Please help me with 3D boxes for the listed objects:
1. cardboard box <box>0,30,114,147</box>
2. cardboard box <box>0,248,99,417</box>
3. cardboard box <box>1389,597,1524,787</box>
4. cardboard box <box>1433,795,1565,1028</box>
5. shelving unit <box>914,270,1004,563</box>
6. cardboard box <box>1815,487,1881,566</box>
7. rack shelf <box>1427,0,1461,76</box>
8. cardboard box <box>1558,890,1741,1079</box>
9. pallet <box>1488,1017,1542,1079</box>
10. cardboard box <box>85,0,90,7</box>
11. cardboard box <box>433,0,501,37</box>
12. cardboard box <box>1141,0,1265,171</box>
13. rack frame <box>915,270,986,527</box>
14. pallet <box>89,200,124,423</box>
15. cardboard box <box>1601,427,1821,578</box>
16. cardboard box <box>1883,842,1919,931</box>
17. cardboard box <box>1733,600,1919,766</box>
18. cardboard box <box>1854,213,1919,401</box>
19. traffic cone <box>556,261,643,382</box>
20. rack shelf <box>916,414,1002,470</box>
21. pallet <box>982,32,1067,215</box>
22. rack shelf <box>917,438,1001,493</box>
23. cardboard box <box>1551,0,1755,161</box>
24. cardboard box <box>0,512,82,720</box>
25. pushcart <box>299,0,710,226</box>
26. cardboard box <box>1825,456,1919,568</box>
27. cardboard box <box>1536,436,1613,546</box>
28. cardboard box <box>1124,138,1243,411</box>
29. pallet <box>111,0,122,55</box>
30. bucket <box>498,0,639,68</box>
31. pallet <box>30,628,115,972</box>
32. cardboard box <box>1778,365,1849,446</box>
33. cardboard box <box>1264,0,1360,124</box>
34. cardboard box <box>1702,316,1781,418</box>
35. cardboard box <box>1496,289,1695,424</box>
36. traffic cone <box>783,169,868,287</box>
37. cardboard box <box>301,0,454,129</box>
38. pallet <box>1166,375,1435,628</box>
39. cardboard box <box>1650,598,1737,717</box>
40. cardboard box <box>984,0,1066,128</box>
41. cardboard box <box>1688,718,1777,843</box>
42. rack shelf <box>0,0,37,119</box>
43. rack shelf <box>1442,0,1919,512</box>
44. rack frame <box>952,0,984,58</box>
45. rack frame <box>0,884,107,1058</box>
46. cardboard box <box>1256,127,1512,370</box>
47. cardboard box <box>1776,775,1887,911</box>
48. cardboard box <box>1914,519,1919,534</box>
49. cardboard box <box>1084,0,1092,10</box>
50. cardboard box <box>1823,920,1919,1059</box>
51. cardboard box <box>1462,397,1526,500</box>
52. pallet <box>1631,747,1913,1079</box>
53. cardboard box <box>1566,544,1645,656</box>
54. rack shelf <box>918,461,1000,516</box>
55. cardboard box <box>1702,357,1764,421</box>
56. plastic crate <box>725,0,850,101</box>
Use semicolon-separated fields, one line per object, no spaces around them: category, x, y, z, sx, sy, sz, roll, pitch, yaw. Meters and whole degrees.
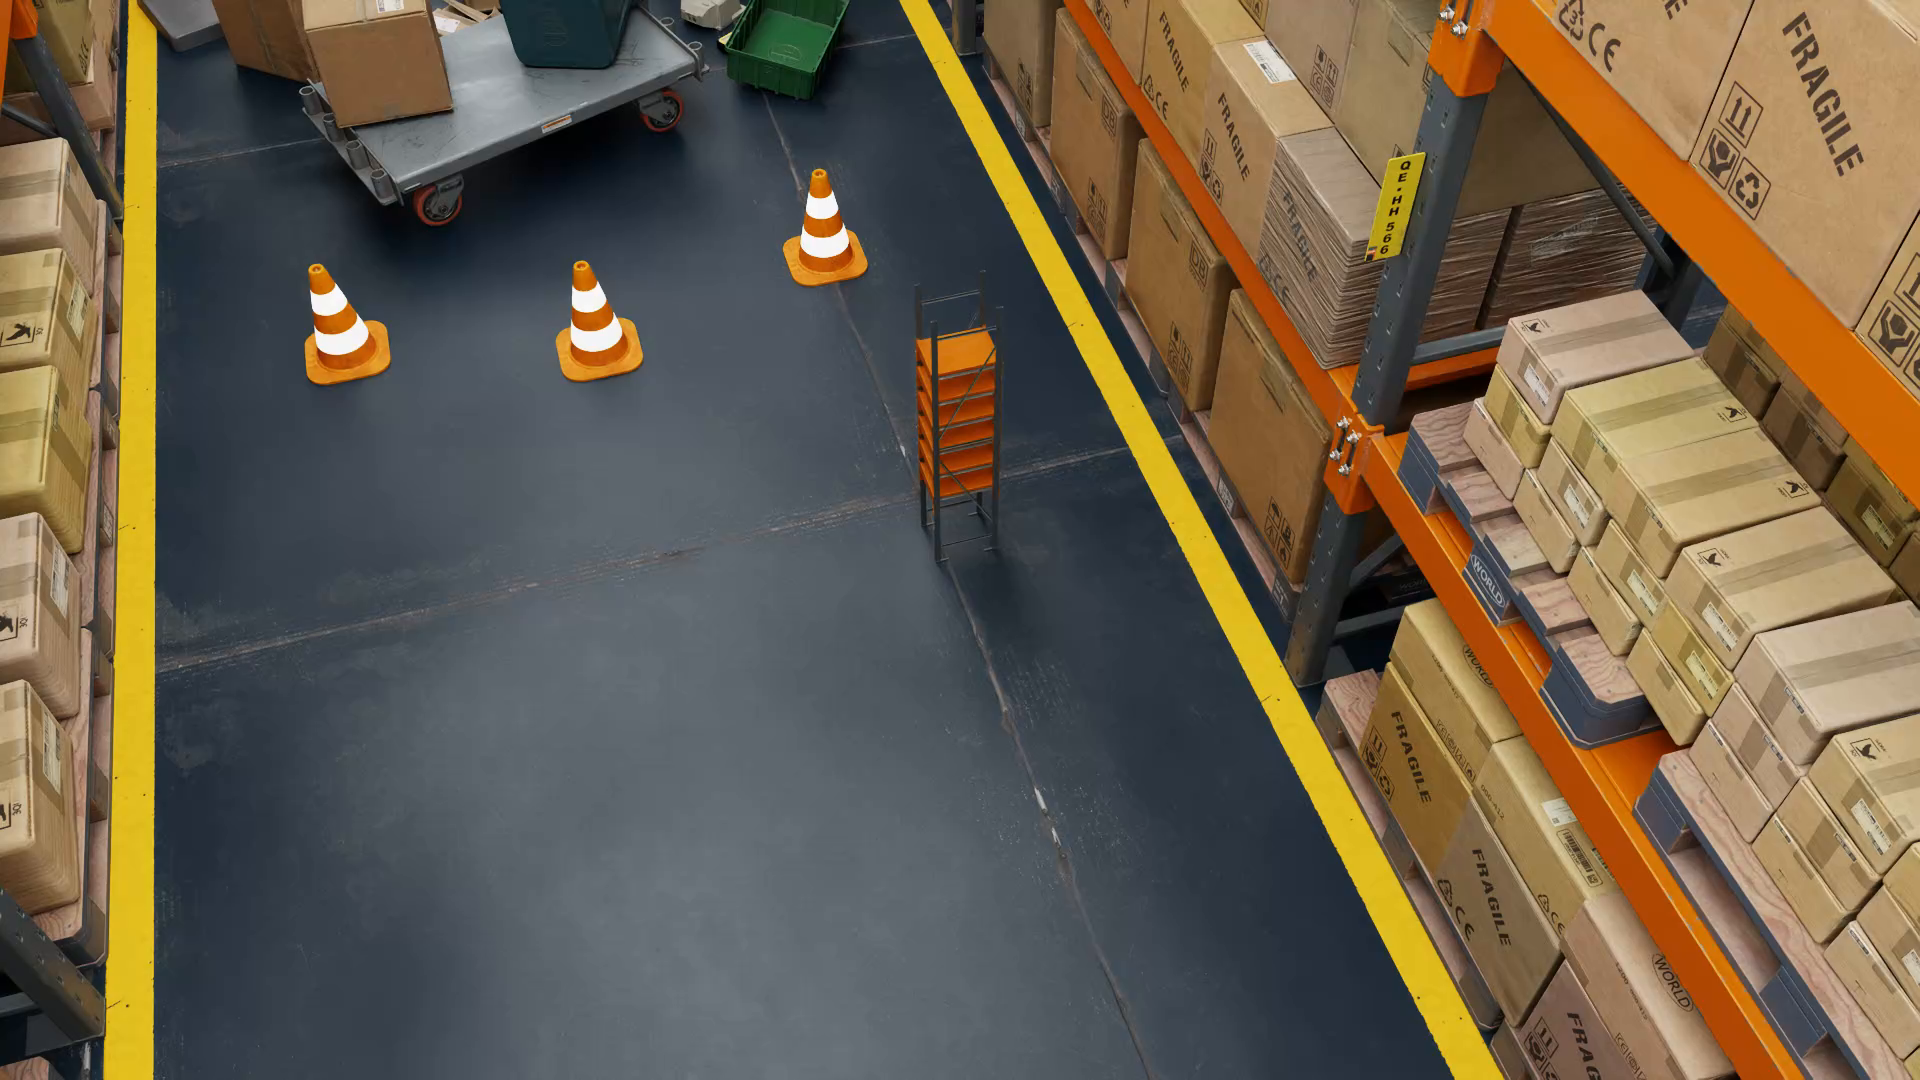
cardboard box;-4.160;-2.070;7.557;0.500;0.250;0.500;-15;52;-13
cardboard box;-3.870;-0.711;6.331;0.950;0.372;0.625;-10;51;-9
cardboard box;1.611;0.386;4.832;0.500;0.250;0.500;-15;52;-13
cardboard box;1.756;1.010;4.797;0.500;0.500;0.500;-13;51;-11
shelving unit;-0.004;-0.397;5.800;0.258;1.200;0.189;-13;51;-11
cardboard box;2.371;-0.029;4.202;0.380;0.149;0.250;-13;51;-10
rack shelf;1.047;-2.796;5.154;1.077;0.370;4.000;-13;51;-11
cardboard box;1.895;1.121;4.213;0.500;0.250;0.500;-13;51;-11
pallet;2.225;1.759;4.629;1.003;0.211;1.213;-13;51;-11
cardboard box;-4.330;-2.700;7.598;0.500;0.500;0.500;-11;51;-10
cardboard box;-2.434;-2.528;8.208;0.396;0.266;0.258;26;55;20
cardboard box;0.954;-1.631;5.598;0.500;0.500;0.500;-14;51;-12
rack frame;-0.031;-0.464;5.857;0.240;1.200;0.006;-13;51;-11
pallet;-4.012;-0.862;6.839;1.003;0.211;1.213;-13;51;-11
cardboard box;1.740;-0.090;3.864;0.380;0.149;0.250;-14;51;-11
cardboard box;2.050;0.677;3.218;0.380;0.149;0.250;-14;51;-11
cardboard box;1.900;0.301;3.535;0.380;0.149;0.250;-11;51;-9
cardboard box;1.860;-0.395;2.594;0.500;0.500;0.500;-13;51;-11
traffic cone;-1.498;-0.937;6.737;0.336;0.463;0.334;-13;51;-11
rack shelf;-0.004;-0.369;5.834;0.258;0.103;0.180;-13;51;-11
pallet;0.755;-2.077;7.863;1.003;0.211;1.213;-13;51;-11
rack shelf;-0.004;-0.291;5.926;0.258;0.103;0.180;-13;51;-11
cardboard box;1.553;-1.123;3.207;0.500;0.500;0.500;-13;51;-11
cardboard box;-3.444;0.352;5.435;0.950;0.372;0.625;-14;51;-12
pushcart;-2.080;-2.036;7.720;1.648;0.377;0.936;-30;56;-23
cardboard box;2.380;-0.107;4.073;0.380;0.149;0.250;-12;51;-10
cardboard box;1.671;-0.155;4.114;0.380;0.149;0.250;-11;51;-9
cardboard box;1.282;-1.114;6.424;1.050;0.750;0.750;-13;51;-10
pallet;-4.840;-2.806;8.477;1.003;0.211;1.213;-13;51;-11
bucket;-1.787;-2.535;7.572;0.726;0.611;0.620;2;60;2
pallet;-3.290;0.920;5.336;1.003;0.211;1.213;-13;51;-11
cardboard box;2.293;-0.409;4.133;0.380;0.149;0.250;-14;51;-11
cardboard box;1.364;-1.654;4.963;0.700;0.500;0.500;-14;51;-12
cardboard box;2.219;-0.493;4.399;0.380;0.149;0.250;-12;51;-10
cardboard box;1.591;-0.462;4.178;0.380;0.149;0.250;-13;51;-11
traffic cone;-0.591;-1.384;7.114;0.336;0.463;0.334;-13;51;-11
cardboard box;-2.552;-2.192;7.276;0.500;0.500;0.500;-13;51;-11
pallet;1.477;-0.295;6.360;1.003;0.211;1.213;-13;51;-11
cardboard box;1.828;0.223;3.795;0.380;0.149;0.250;-13;51;-11
cardboard box;0.725;-2.499;7.592;1.050;0.750;0.750;-14;51;-11
cardboard box;1.899;0.501;3.755;0.380;0.149;0.250;-12;51;-10
rack shelf;-3.652;-0.637;5.295;1.077;0.370;4.000;-13;51;-11
rack shelf;2.230;0.125;2.691;1.077;0.370;4.000;-13;51;-11
rack frame;0.455;-3.522;7.257;1.000;3.000;0.127;-13;51;-11
rack frame;-3.061;0.592;3.789;1.000;3.000;0.127;-13;51;-11
cardboard box;1.248;-0.901;4.982;0.500;0.500;0.500;-13;51;-11
cardboard box;1.971;0.588;3.488;0.380;0.149;0.250;-14;51;-11
cardboard box;2.453;-0.023;3.808;0.380;0.149;0.250;-12;51;-10
cardboard box;0.649;-2.375;6.225;0.500;0.500;0.500;-14;51;-11
cardboard box;2.047;0.876;3.440;0.380;0.149;0.250;-15;51;-12
cardboard box;1.578;-0.283;4.416;0.380;0.149;0.250;-14;51;-11
pallet;2.263;0.898;3.657;1.003;0.211;1.213;-13;51;-11
cardboard box;1.737;0.110;4.085;0.380;0.149;0.250;-11;51;-9
rack shelf;-0.004;-0.214;6.018;0.258;0.103;0.180;-13;51;-11
cardboard box;2.223;-0.399;4.514;0.380;0.149;0.250;-13;51;-10
plastic crate;-0.848;-2.465;8.168;0.450;0.188;0.662;16;51;0
